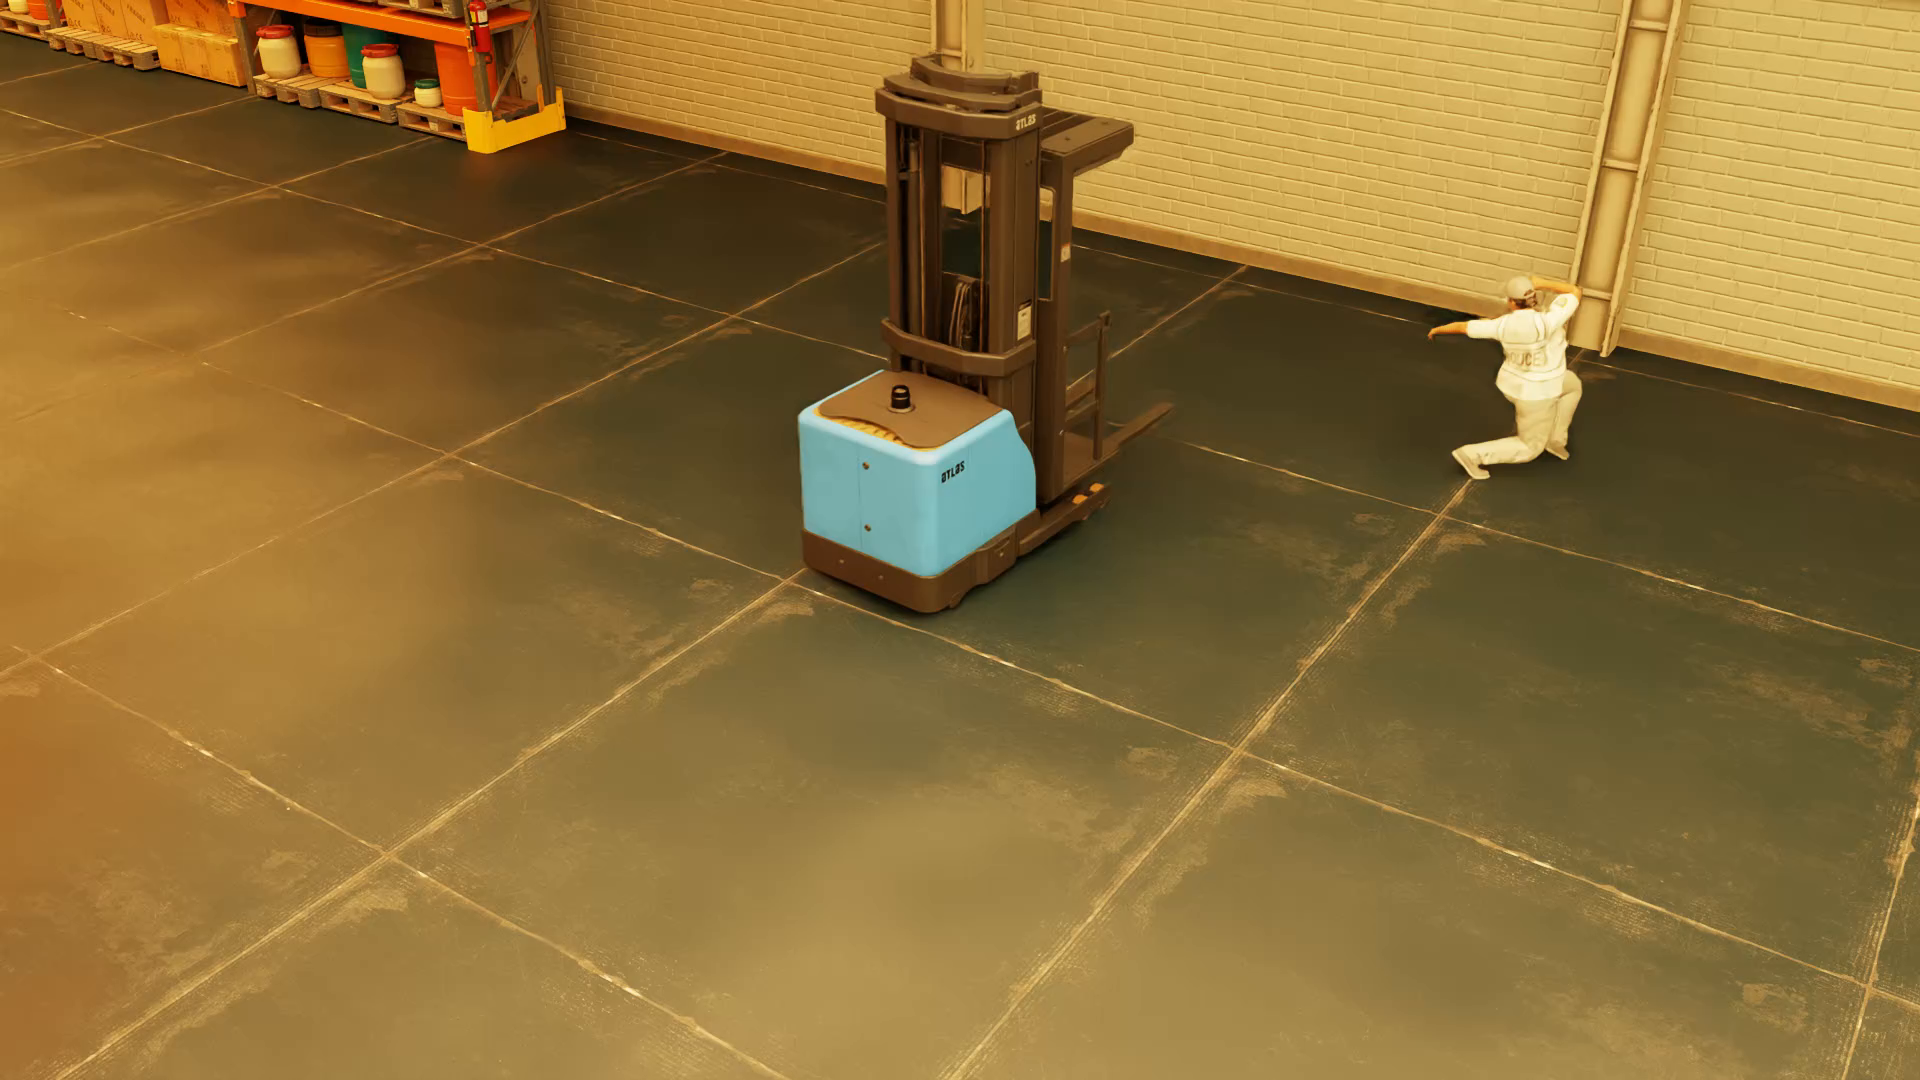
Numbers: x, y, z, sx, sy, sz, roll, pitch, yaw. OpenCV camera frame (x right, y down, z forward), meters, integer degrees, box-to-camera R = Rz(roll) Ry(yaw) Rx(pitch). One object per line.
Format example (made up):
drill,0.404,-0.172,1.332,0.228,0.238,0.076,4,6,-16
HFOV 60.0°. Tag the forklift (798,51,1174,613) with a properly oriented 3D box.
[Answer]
forklift,0.329,-1.525,10.208,1.130,2.935,3.031,21,36,31

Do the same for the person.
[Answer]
person,3.710,-1.178,11.181,0.933,1.391,0.919,-11,32,-18
